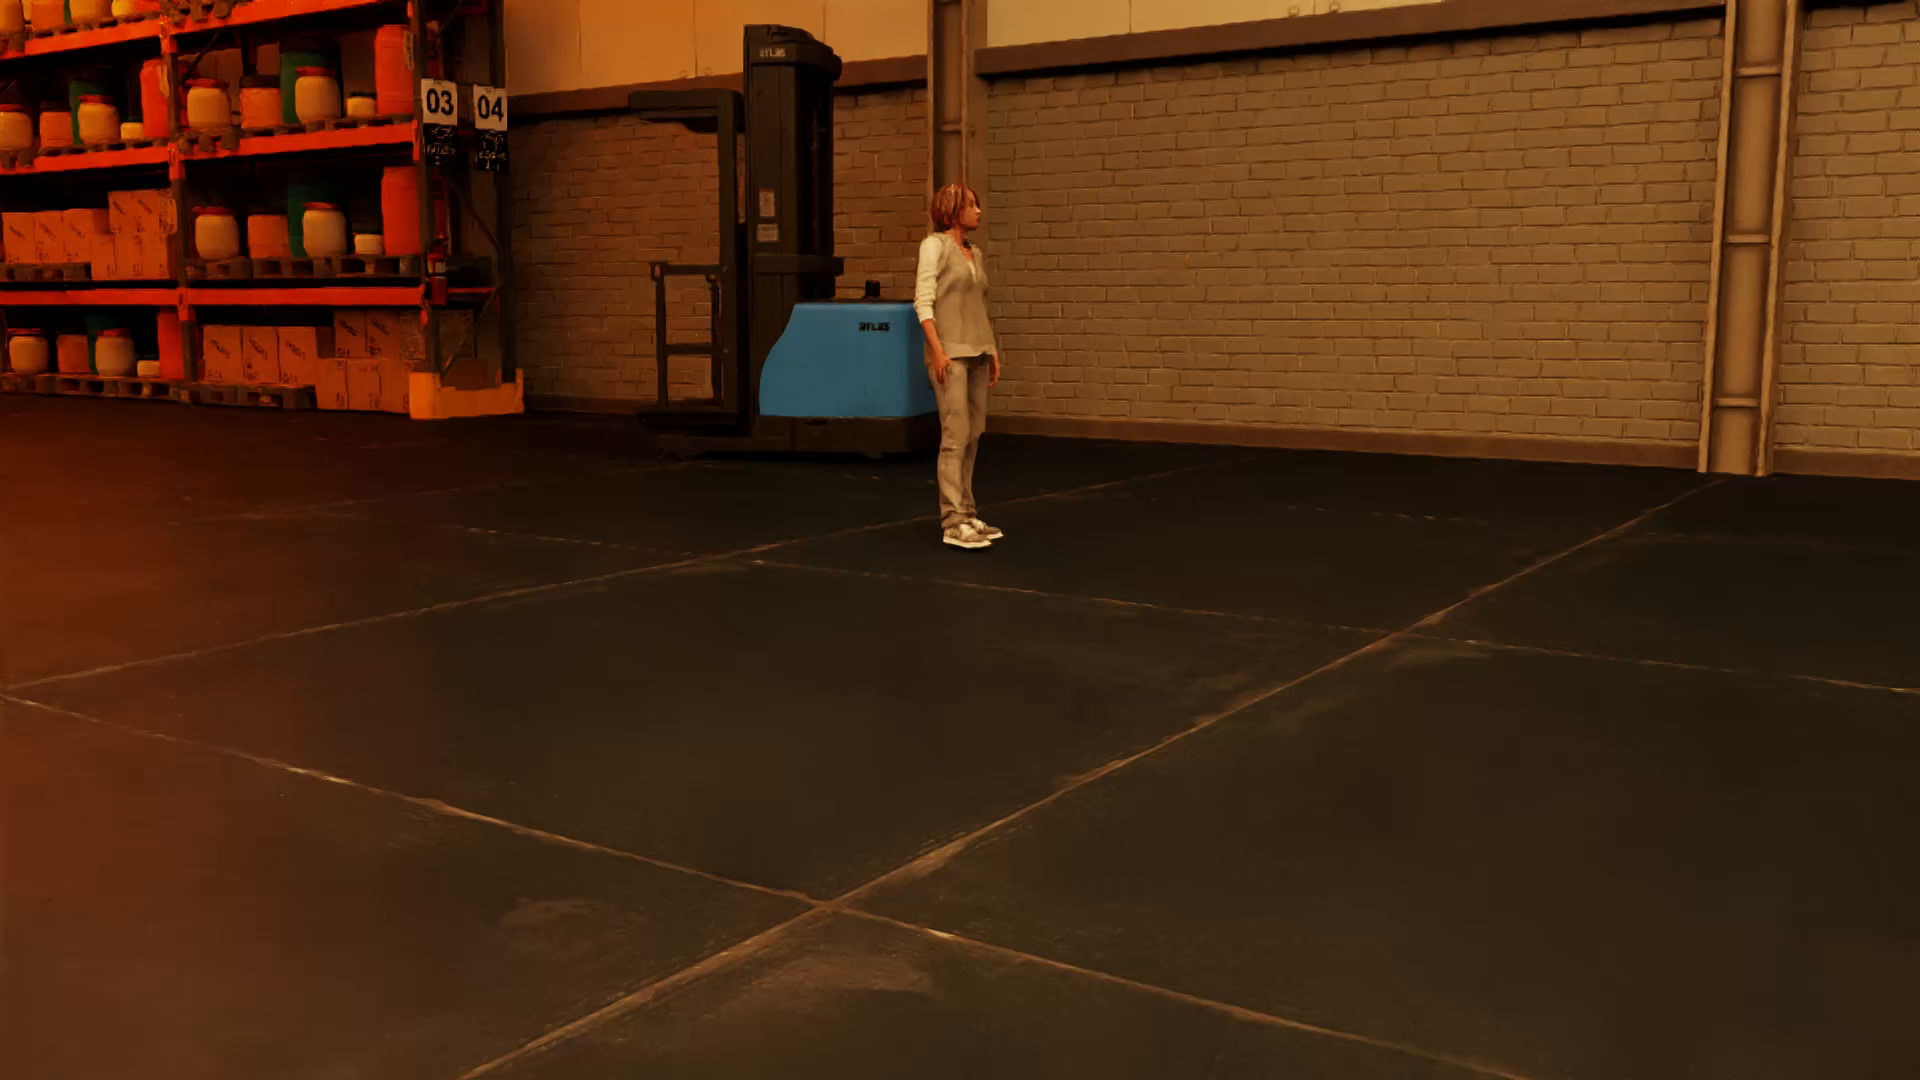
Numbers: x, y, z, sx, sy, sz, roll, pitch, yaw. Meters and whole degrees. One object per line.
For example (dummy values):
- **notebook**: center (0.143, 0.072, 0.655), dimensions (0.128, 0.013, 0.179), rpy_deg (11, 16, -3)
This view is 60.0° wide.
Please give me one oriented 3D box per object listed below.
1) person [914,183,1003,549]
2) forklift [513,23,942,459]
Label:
- **person**: center (0.054, -0.790, 7.438), dimensions (0.474, 1.597, 0.521), rpy_deg (5, 10, 34)
- **forklift**: center (-1.694, -2.084, 11.851), dimensions (3.031, 2.935, 1.130), rpy_deg (2, 8, 14)
